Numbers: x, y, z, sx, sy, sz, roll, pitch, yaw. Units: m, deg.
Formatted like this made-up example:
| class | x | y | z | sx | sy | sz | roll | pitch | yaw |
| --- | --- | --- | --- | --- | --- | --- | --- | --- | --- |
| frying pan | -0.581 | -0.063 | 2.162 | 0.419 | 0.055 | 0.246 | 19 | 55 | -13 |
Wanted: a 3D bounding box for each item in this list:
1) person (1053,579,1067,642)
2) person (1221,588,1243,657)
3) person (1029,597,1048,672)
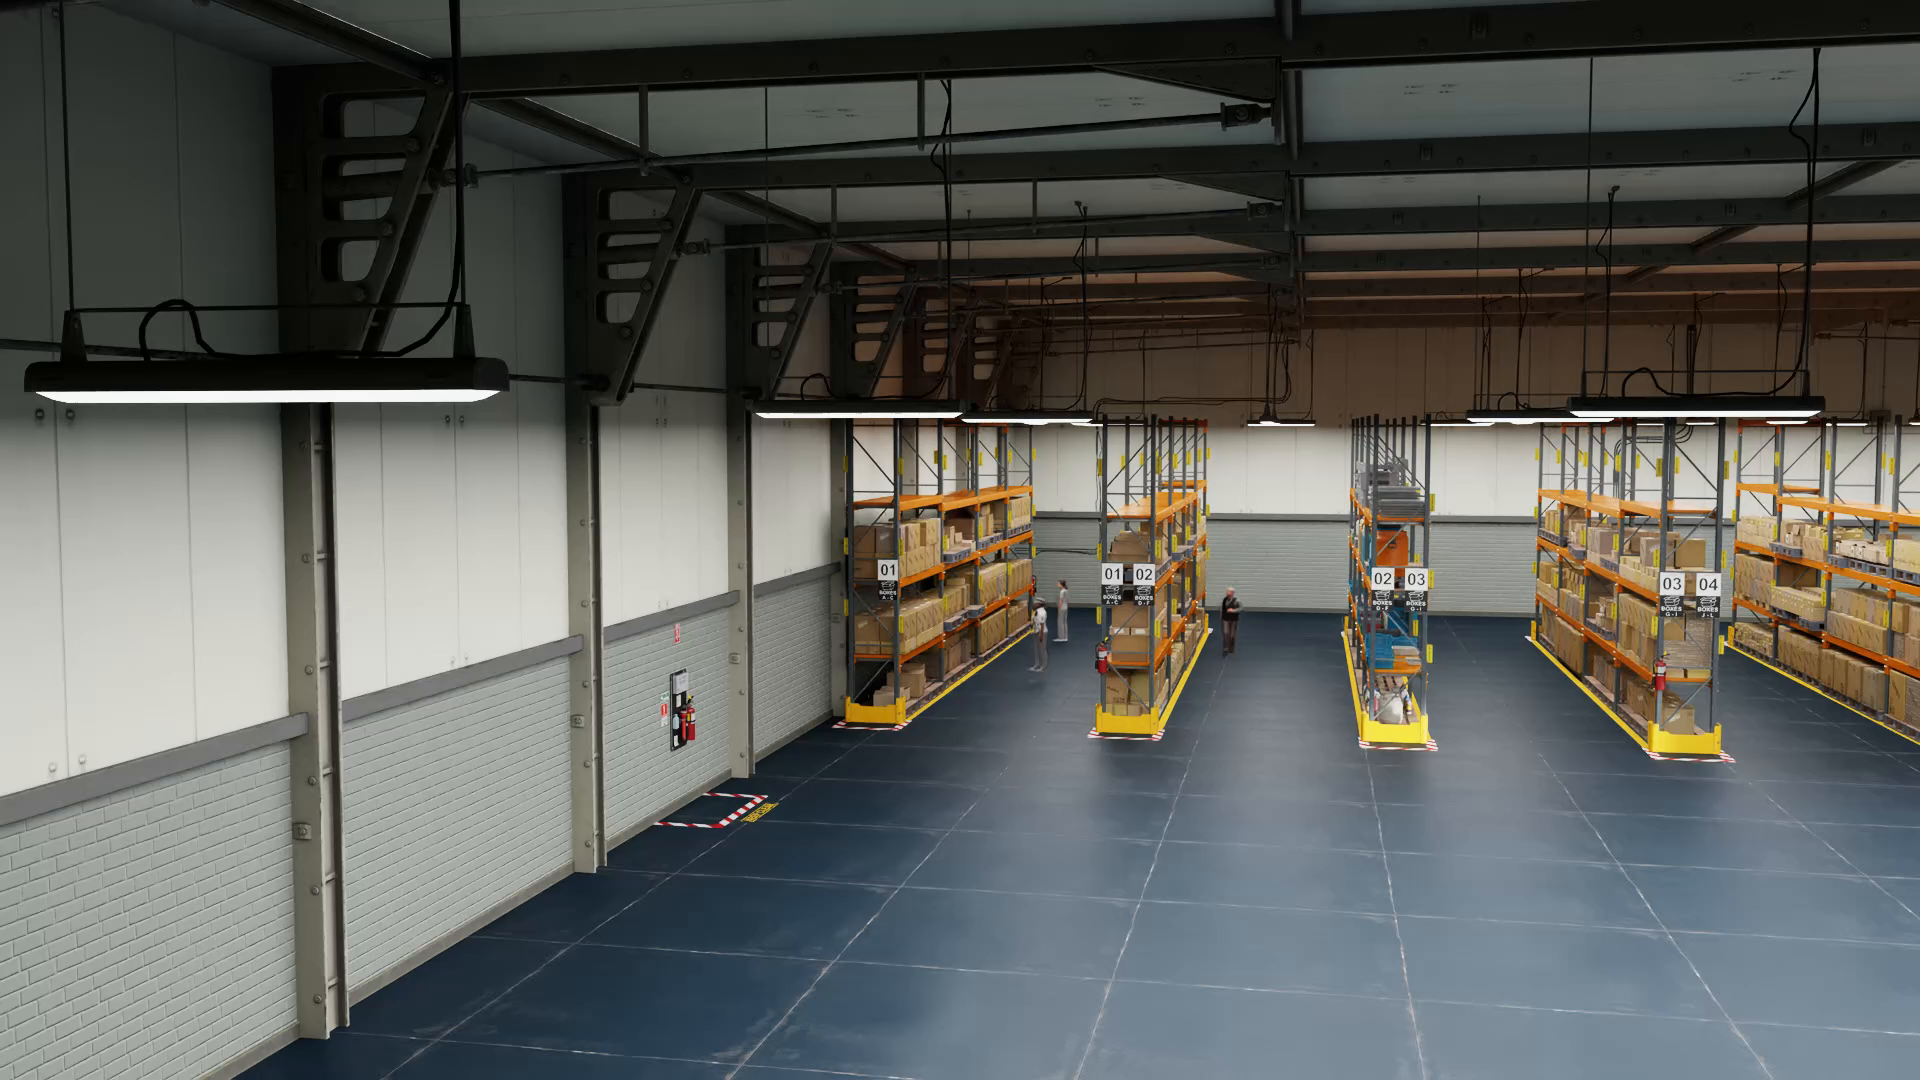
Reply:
| class | x | y | z | sx | sy | sz | roll | pitch | yaw |
| --- | --- | --- | --- | --- | --- | --- | --- | --- | --- |
| person | 2.714 | 1.895 | 44.778 | 0.369 | 1.673 | 0.515 | 1 | 4 | 16 |
| person | 6.841 | 2.048 | 41.871 | 0.580 | 1.695 | 0.996 | 1 | 4 | 11 |
| person | 1.781 | 2.134 | 37.556 | 0.410 | 1.692 | 0.459 | -1 | 4 | -9 |
